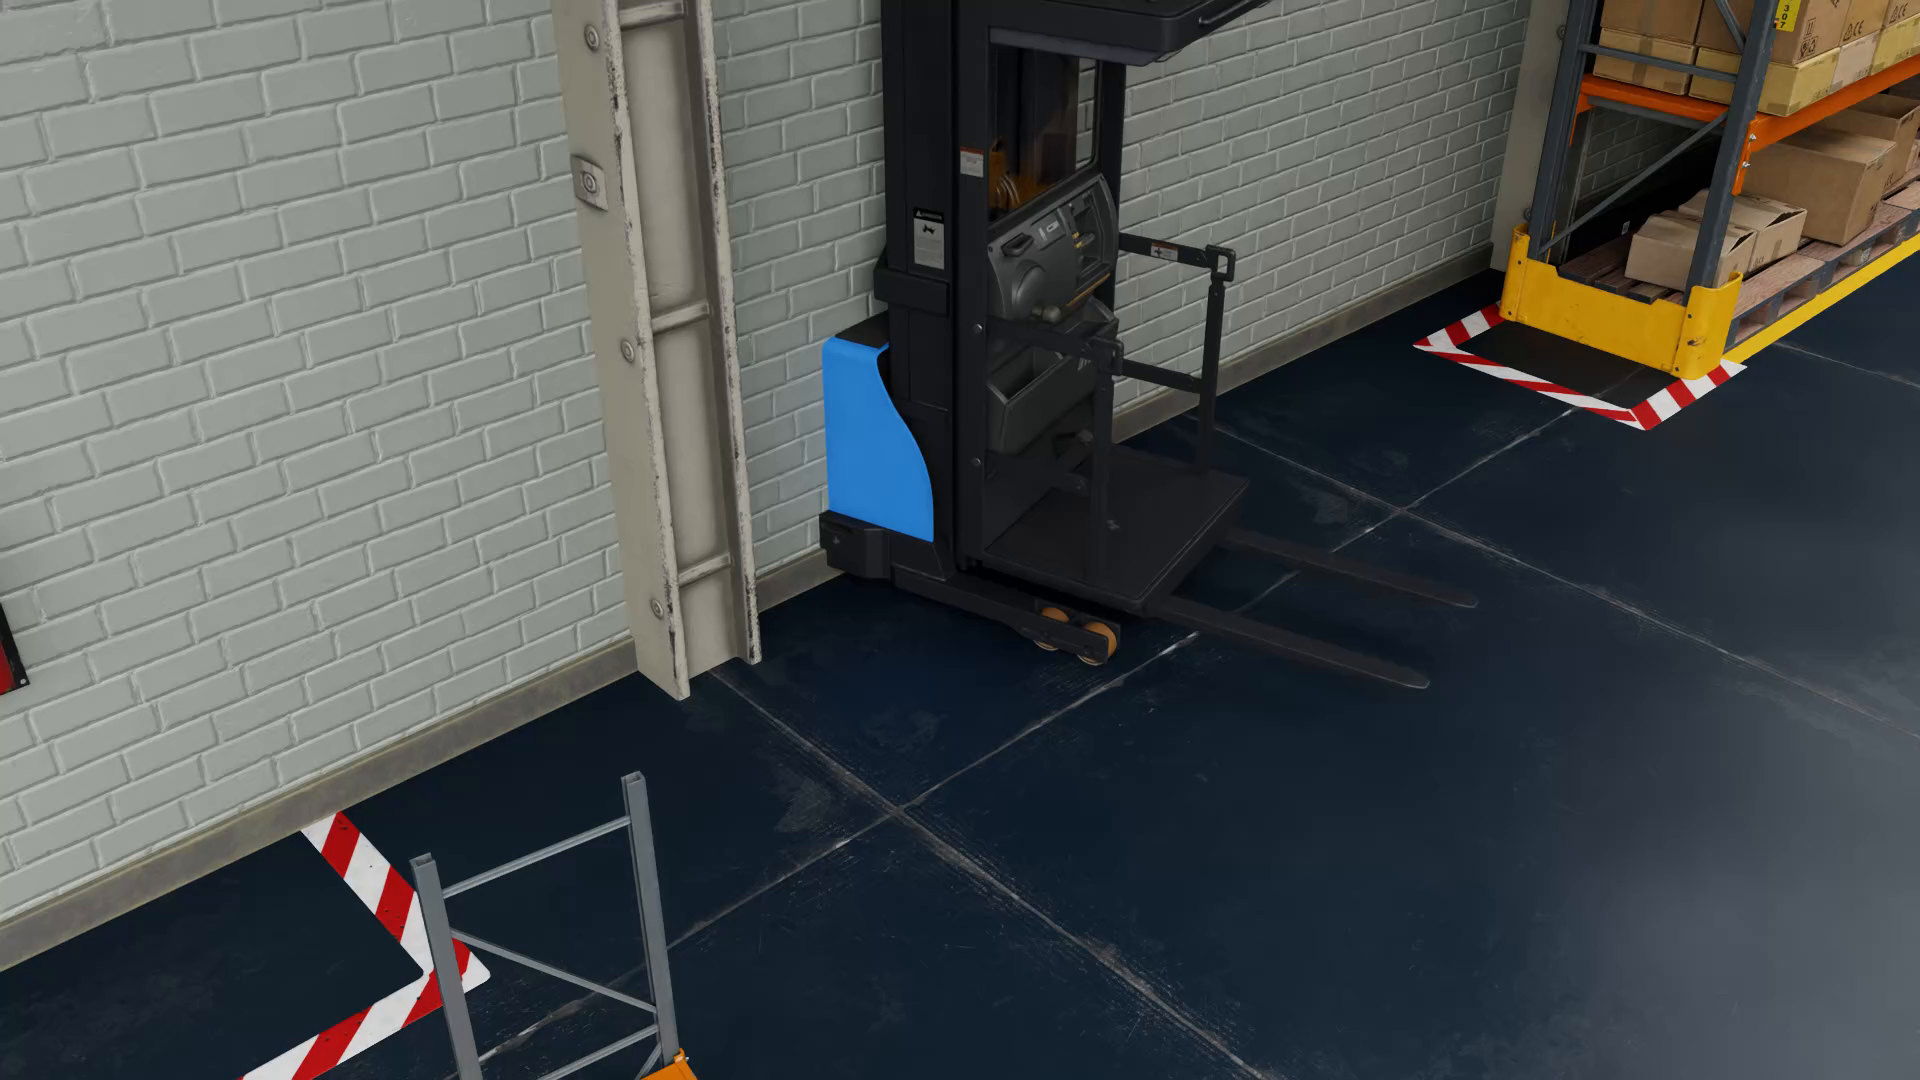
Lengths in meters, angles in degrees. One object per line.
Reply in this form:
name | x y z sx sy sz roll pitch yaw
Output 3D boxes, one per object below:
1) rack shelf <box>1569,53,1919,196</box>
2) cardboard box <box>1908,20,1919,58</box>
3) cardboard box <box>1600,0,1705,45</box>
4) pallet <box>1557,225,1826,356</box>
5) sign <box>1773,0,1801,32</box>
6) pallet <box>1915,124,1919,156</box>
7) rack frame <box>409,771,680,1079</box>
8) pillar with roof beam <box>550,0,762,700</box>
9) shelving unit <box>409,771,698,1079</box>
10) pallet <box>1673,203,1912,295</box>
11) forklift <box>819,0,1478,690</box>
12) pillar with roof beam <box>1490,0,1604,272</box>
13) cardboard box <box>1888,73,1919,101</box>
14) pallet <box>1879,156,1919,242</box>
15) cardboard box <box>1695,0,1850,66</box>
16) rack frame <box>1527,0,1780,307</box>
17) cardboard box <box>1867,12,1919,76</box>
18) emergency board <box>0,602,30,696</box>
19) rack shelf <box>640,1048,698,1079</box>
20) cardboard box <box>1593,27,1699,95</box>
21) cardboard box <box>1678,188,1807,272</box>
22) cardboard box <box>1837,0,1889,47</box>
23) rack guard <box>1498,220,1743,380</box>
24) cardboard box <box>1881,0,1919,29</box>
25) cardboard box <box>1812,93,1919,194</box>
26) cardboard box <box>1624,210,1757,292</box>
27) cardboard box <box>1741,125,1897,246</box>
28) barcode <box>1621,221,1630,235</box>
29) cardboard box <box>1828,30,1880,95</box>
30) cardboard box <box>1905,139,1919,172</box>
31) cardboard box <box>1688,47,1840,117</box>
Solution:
rack shelf | 4.923 -2.754 9.568 4.000 0.370 1.077 -26 40 -35
cardboard box | 5.151 -2.894 9.232 0.500 0.250 0.500 -25 40 -35
cardboard box | 3.658 -2.864 8.465 0.500 0.500 0.500 -26 40 -36
pallet | 4.132 -1.463 9.441 1.213 0.211 1.003 -26 40 -35
sign | 3.826 -2.513 7.655 0.005 0.325 0.100 -26 40 -35
pallet | 6.960 -2.857 11.720 1.213 0.211 1.003 -26 40 -35
rack frame | -0.887 1.214 3.827 0.500 1.500 0.032 -19 36 -29
pillar with roof beam | 1.909 -1.715 1.429 0.400 9.000 9.100 -26 40 -35
shelving unit | -0.606 1.429 3.475 0.587 1.500 1.083 -19 36 -29
pallet | 5.027 -1.894 10.145 1.213 0.211 1.003 -26 40 -35
forklift | 0.539 -1.082 6.210 3.031 2.935 1.130 17 35 26
pillar with roof beam | 6.309 -3.843 4.909 0.400 9.000 9.100 -26 40 -35
cardboard box | 6.918 -3.159 11.515 0.500 0.500 0.700 -24 39 -34
pallet | 5.922 -2.329 10.856 1.213 0.211 1.003 -26 40 -35
cardboard box | 4.011 -2.670 8.147 0.500 0.500 0.500 -26 40 -35
rack frame | 3.457 -2.351 8.220 0.127 3.000 1.000 -26 40 -35
cardboard box | 4.779 -2.716 8.940 0.500 0.250 0.500 -27 40 -36
emergency board | -2.856 0.060 4.277 0.643 1.169 0.194 -26 40 -35
rack shelf | -0.601 1.587 3.562 0.538 0.185 1.000 -19 36 -29
cardboard box | 3.668 -2.536 8.646 0.500 0.250 0.500 -25 39 -35
cardboard box | 4.443 -1.805 9.482 0.500 0.311 0.500 -22 38 -32
cardboard box | 4.380 -2.842 8.428 0.500 0.500 0.500 -26 40 -35
rack guard | 3.513 -1.312 8.916 0.348 0.500 1.175 -26 40 -35
cardboard box | 4.764 -3.023 8.723 0.500 0.500 0.500 -27 41 -37
cardboard box | 5.656 -2.508 10.451 0.500 0.500 0.500 26 40 35
cardboard box | 4.025 -1.603 9.152 0.500 0.311 0.500 24 39 34
cardboard box | 5.015 -2.127 9.827 0.700 0.500 0.500 26 40 36
barcode | 3.767 -1.766 9.410 0.075 0.075 0.001 -26 40 -35
cardboard box | 4.402 -2.537 8.649 0.500 0.250 0.500 -27 41 -37
cardboard box | 6.018 -2.548 10.836 0.380 0.166 0.250 23 38 33
cardboard box | 4.031 -2.348 8.338 0.500 0.250 0.500 -27 41 -37
